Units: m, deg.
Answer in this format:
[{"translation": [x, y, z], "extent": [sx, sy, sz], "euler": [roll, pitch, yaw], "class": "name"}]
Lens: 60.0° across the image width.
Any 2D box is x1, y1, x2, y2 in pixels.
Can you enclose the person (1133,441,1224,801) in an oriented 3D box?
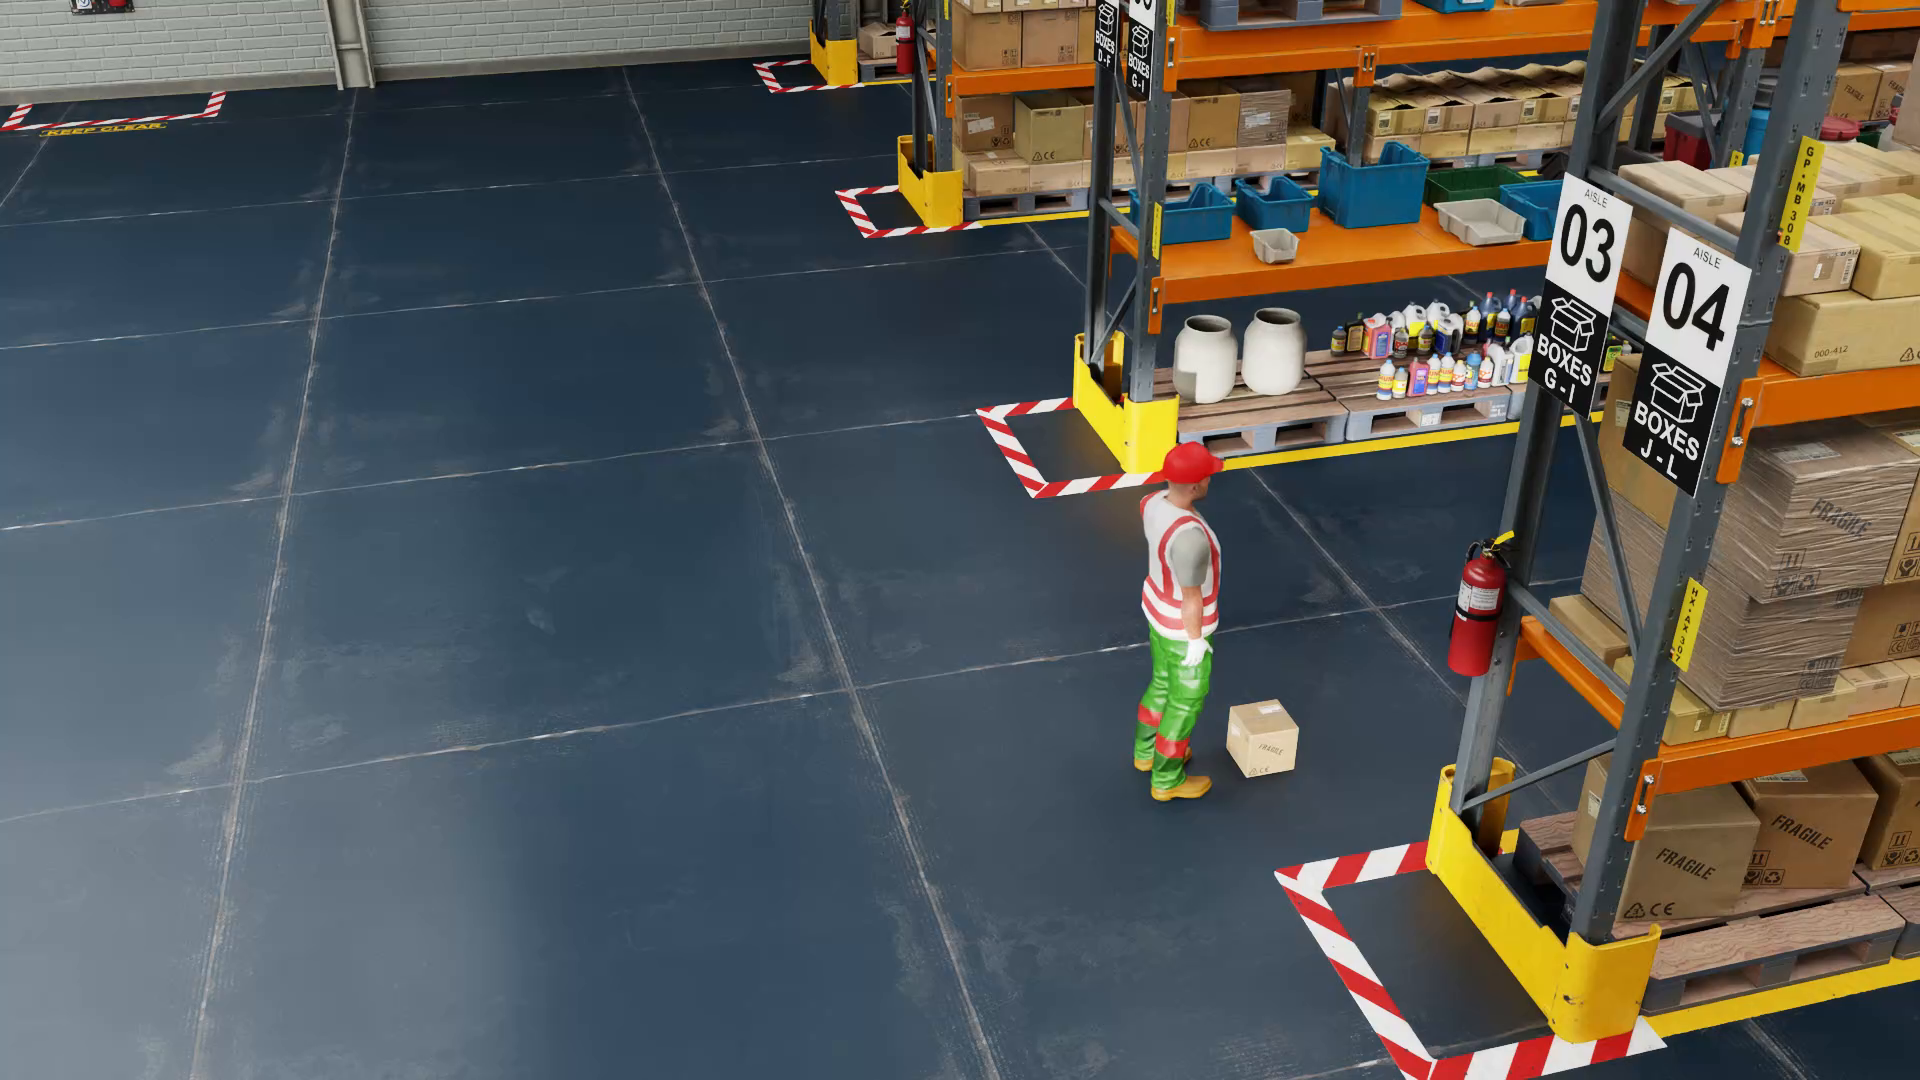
[{"translation": [1.000, 0.361, 7.596], "extent": [0.343, 1.783, 0.525], "euler": [-7, 31, -12], "class": "person"}]
